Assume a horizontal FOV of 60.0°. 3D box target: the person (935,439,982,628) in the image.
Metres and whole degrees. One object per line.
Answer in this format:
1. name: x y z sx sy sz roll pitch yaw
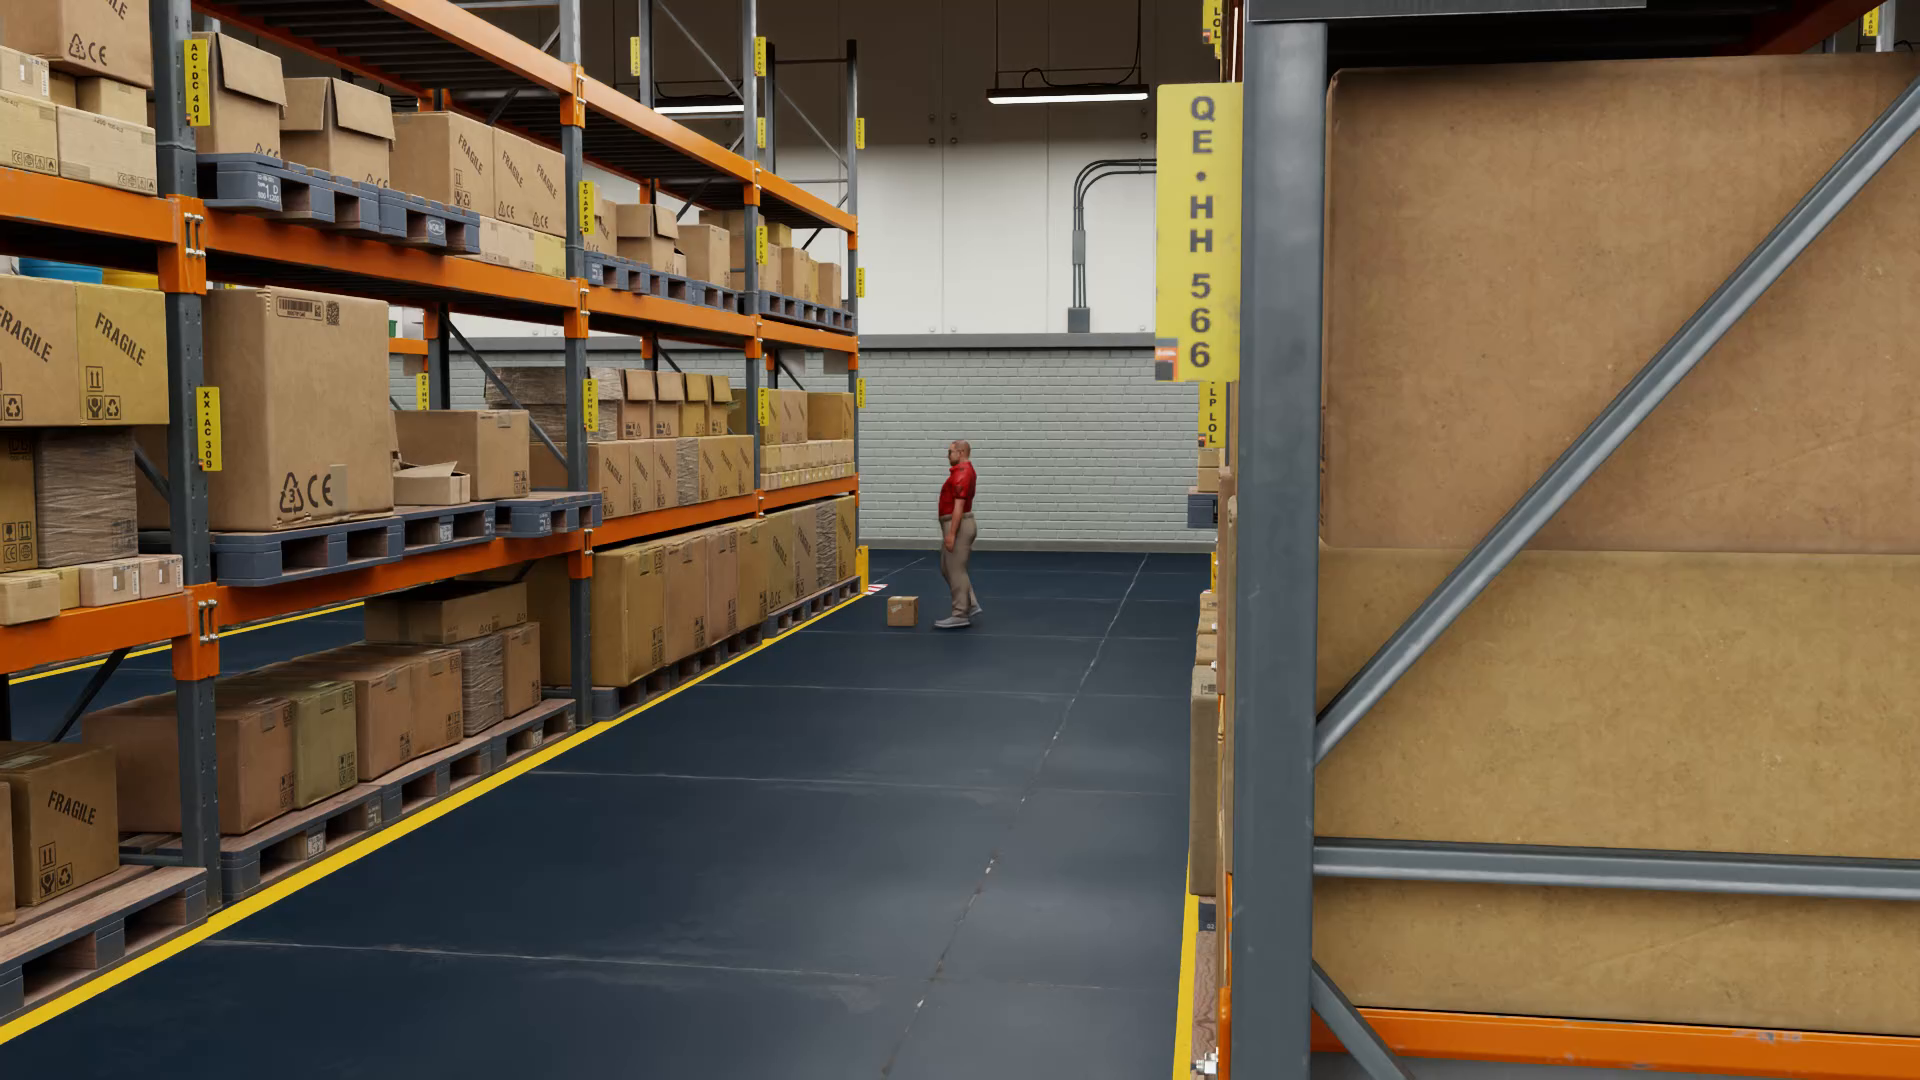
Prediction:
1. person: -0.011 -0.062 15.433 0.416 1.734 0.552 1 4 9
